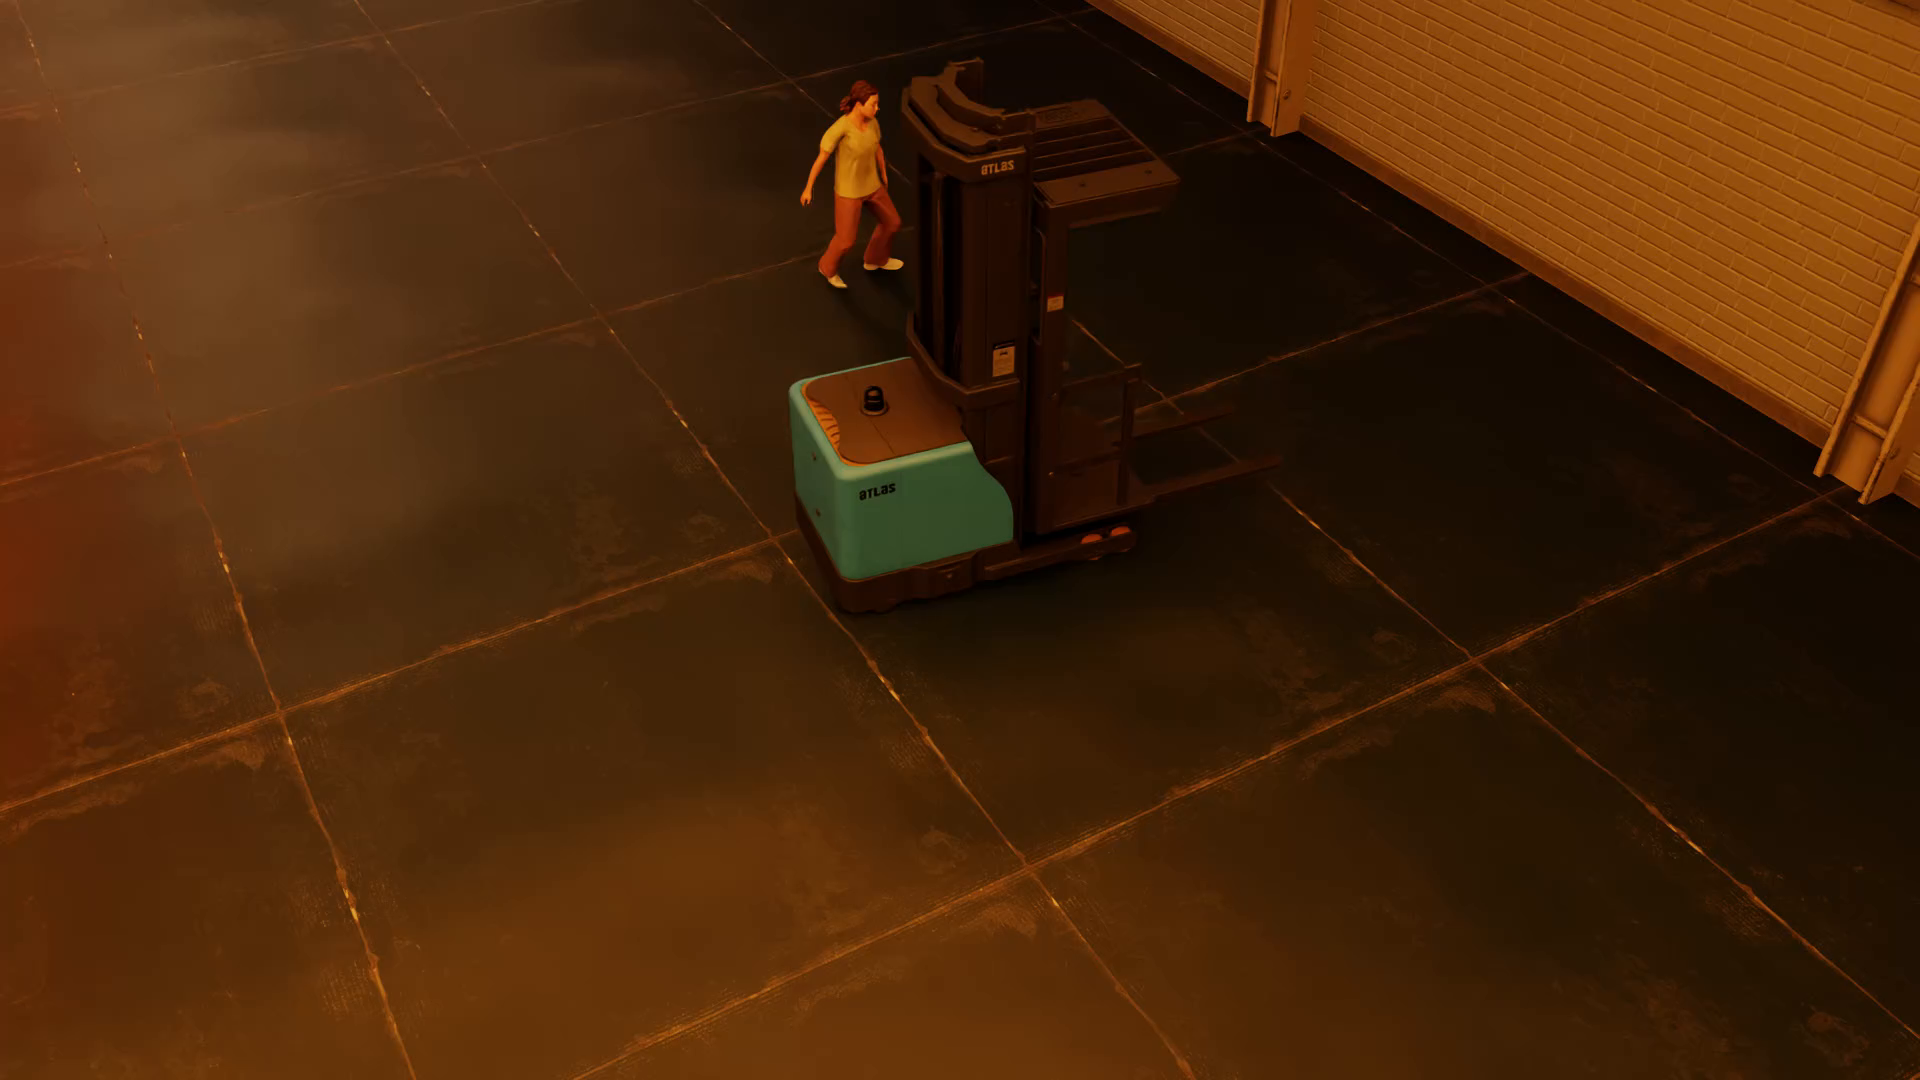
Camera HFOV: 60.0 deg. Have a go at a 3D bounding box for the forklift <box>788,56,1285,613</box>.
[{"bbox_3d":[0.543,-1.299,9.603,3.031,2.935,1.130,-14,42,-17],"label":"forklift"}]

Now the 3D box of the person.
[{"bbox_3d":[-0.816,-2.605,12.251,0.814,1.640,0.487,-28,47,-30],"label":"person"}]
